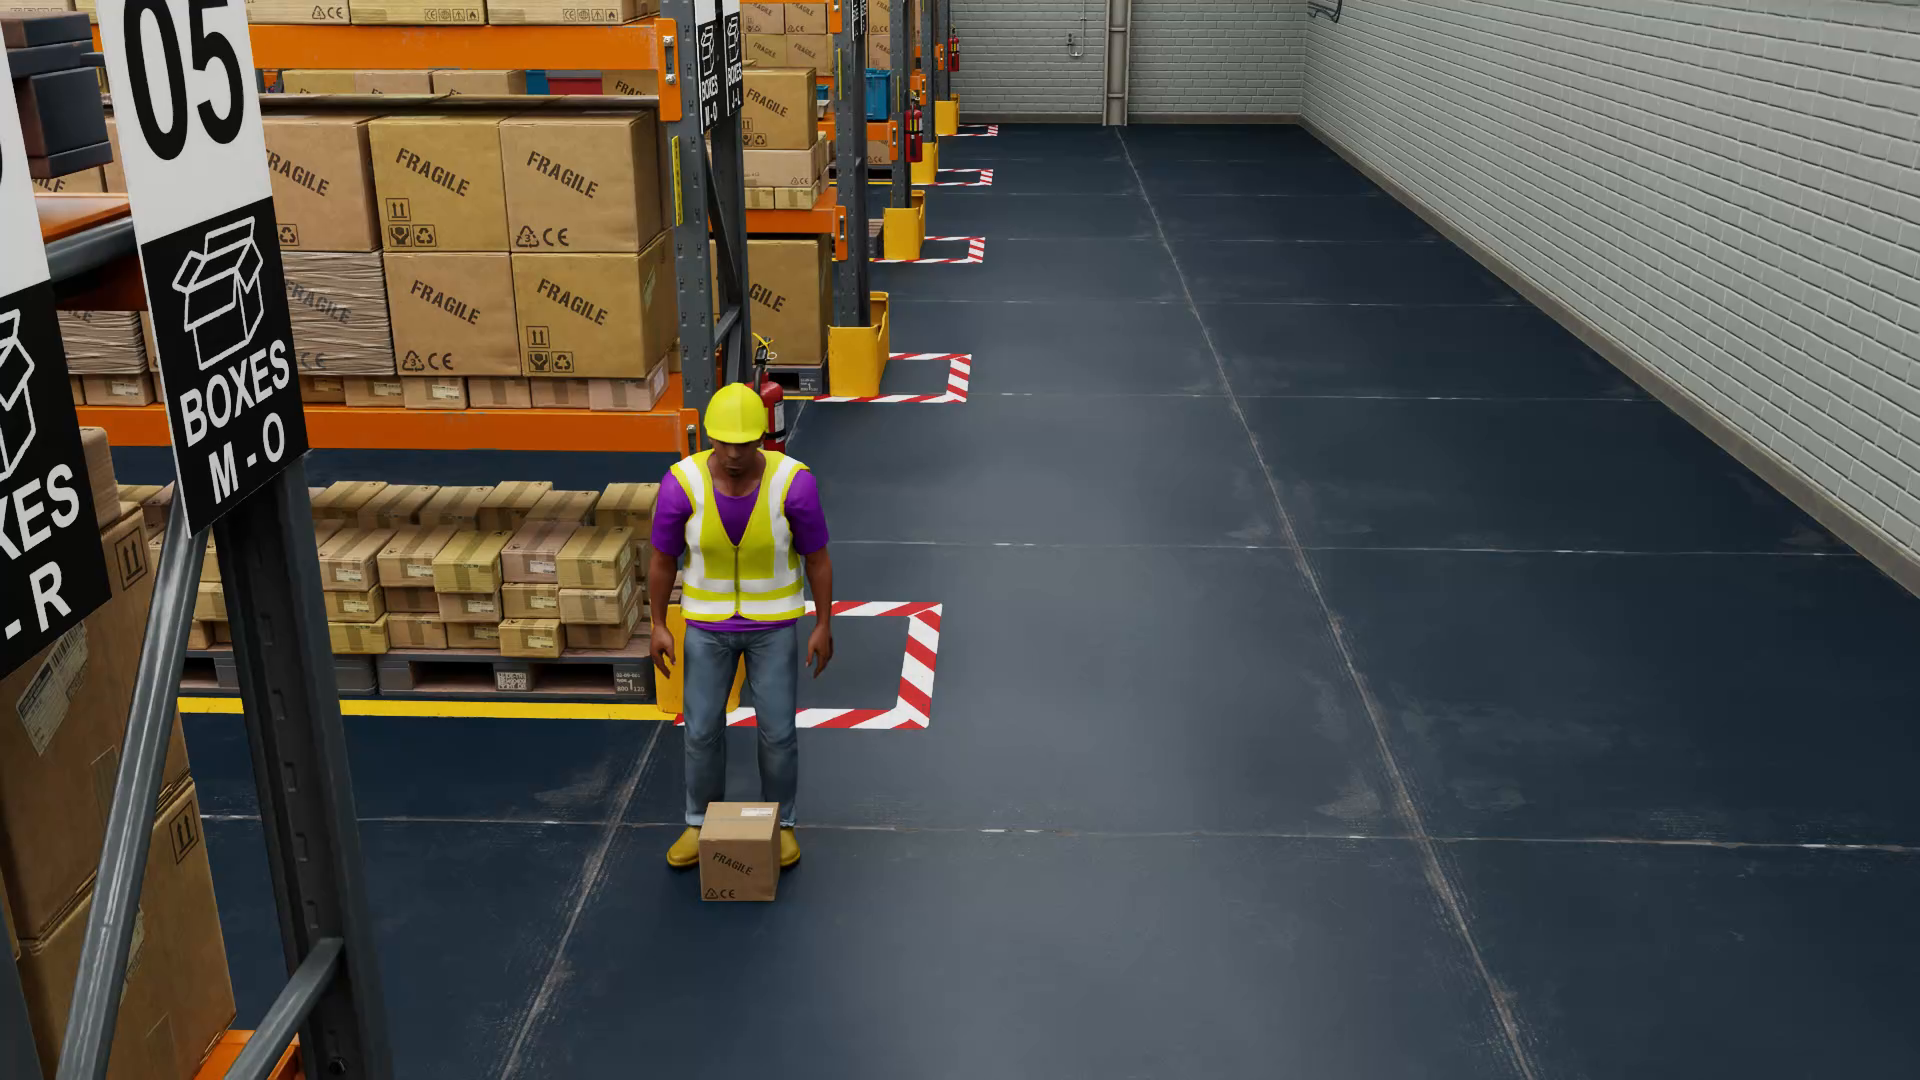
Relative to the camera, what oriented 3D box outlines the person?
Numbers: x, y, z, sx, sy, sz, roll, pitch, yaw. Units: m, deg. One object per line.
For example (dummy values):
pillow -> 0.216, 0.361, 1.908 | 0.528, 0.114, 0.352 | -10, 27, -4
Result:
person -> -0.756, 0.301, 5.755 | 0.635, 1.761, 0.455 | 0, 21, -1
